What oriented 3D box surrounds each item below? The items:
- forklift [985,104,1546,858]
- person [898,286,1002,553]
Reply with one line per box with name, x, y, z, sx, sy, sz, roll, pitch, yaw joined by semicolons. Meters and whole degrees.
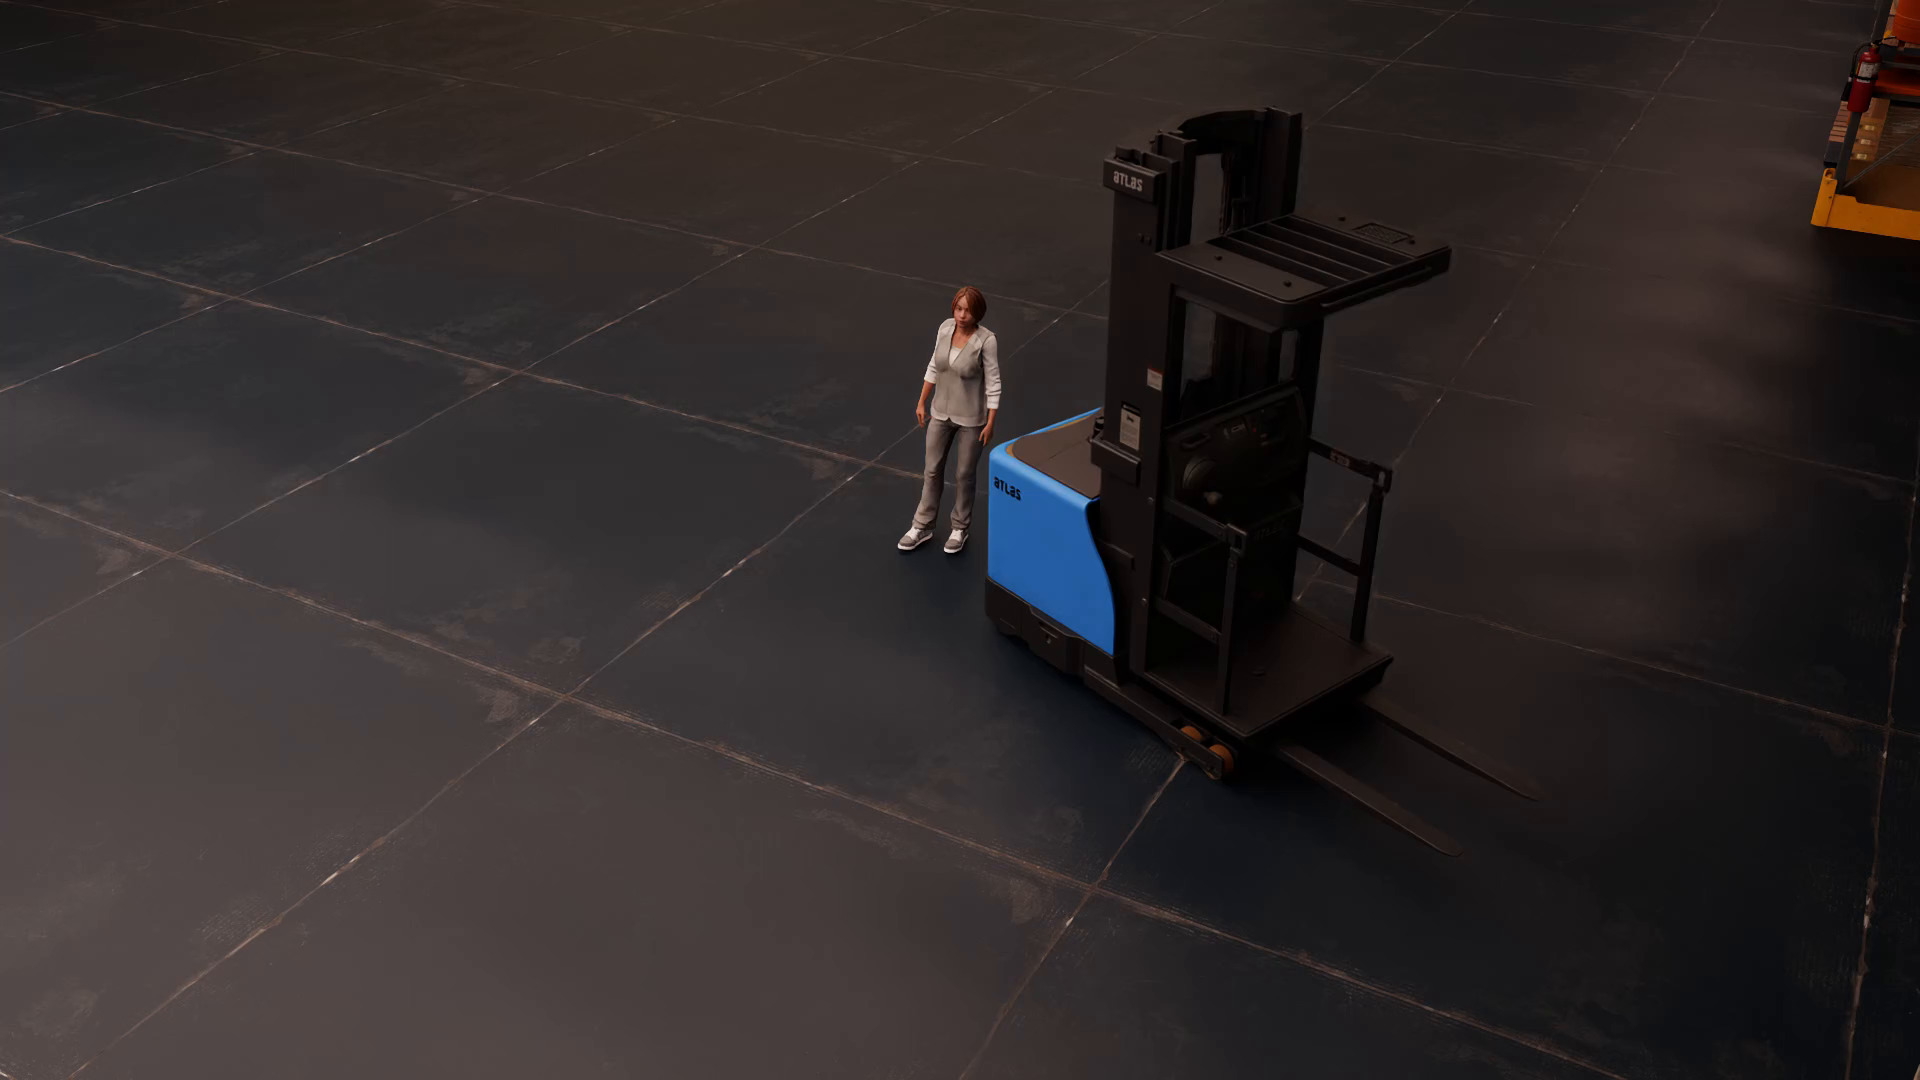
forklift;1.451;-0.400;7.763;1.130;2.935;3.031;-22;37;-33
person;-0.048;-0.632;9.570;0.520;1.516;0.472;15;33;25
